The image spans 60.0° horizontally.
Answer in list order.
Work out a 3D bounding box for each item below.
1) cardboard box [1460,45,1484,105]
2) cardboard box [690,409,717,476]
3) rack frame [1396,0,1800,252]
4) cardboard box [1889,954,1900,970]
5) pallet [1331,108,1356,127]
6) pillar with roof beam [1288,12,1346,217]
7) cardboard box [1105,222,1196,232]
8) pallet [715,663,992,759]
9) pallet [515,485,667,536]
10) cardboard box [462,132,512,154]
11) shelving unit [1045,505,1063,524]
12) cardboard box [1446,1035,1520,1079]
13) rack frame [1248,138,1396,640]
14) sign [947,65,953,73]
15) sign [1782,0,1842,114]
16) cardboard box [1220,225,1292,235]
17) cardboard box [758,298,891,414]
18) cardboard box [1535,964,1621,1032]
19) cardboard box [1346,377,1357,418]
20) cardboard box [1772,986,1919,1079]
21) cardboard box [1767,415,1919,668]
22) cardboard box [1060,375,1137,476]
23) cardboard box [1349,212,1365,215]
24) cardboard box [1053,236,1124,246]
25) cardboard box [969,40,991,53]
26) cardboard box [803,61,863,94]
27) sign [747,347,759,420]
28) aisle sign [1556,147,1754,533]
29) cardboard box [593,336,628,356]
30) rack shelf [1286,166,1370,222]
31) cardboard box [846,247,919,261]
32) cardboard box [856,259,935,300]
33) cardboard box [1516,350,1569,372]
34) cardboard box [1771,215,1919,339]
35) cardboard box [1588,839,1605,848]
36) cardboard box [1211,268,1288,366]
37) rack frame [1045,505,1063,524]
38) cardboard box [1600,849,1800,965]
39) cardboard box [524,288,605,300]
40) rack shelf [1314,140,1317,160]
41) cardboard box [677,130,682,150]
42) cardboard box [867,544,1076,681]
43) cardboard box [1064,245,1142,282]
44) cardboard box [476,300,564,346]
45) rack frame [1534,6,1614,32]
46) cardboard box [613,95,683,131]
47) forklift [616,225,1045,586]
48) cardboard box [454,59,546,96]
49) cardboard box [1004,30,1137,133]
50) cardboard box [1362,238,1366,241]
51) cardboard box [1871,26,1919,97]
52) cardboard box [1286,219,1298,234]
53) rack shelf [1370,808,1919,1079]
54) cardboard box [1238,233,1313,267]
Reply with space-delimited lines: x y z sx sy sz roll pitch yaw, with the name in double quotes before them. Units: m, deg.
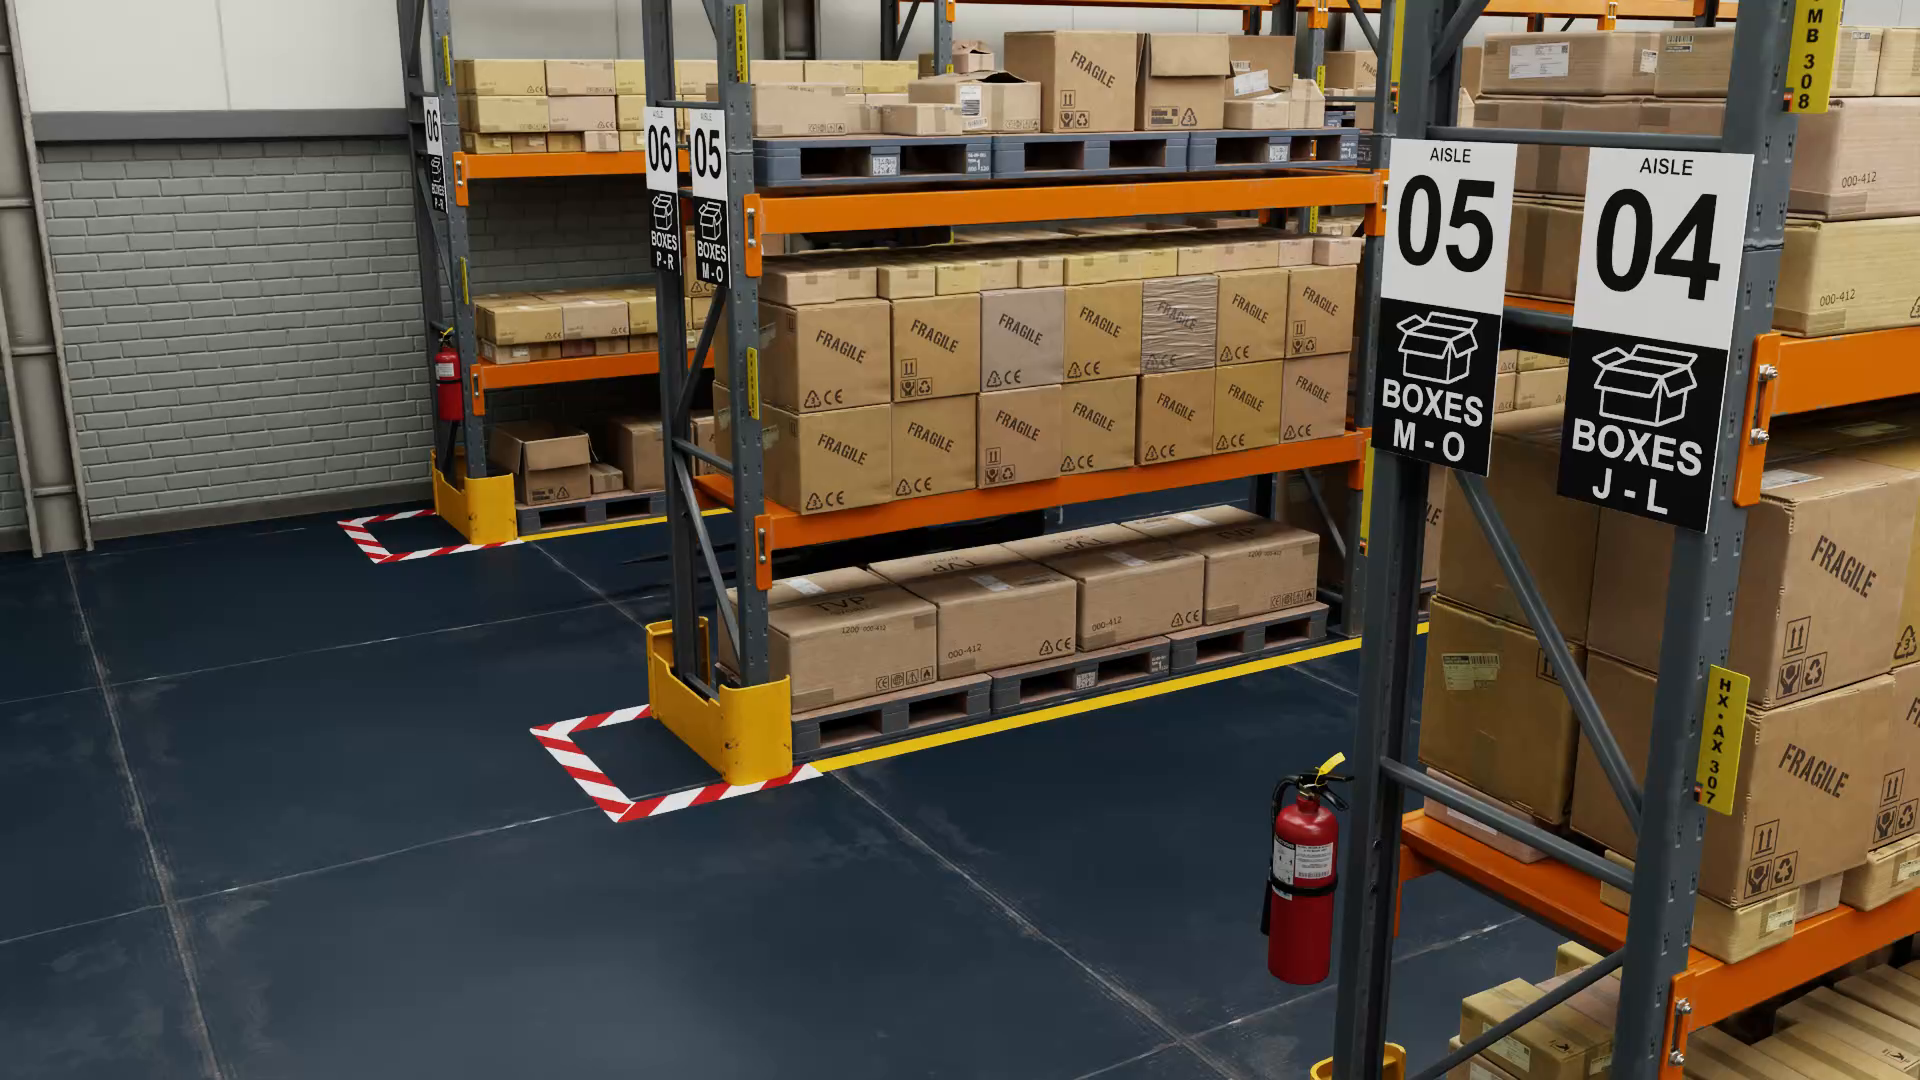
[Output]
"cardboard box" 3.096 -2.704 9.979 0.500 0.500 0.500 -10 18 -31
"cardboard box" -1.967 -0.768 13.445 0.500 0.500 0.500 -9 18 -29
"rack frame" 1.398 -2.156 3.427 0.127 3.000 1.000 -9 18 -30
"cardboard box" 3.036 1.397 5.820 0.250 0.149 0.380 -9 18 -29
"pallet" 4.553 -4.283 16.923 1.213 0.211 1.003 -8 18 -27
"pillar with roof beam" 5.930 -4.940 13.362 0.400 9.000 9.100 -9 18 -30
"cardboard box" 1.756 -2.640 15.302 0.637 0.503 0.797 -10 18 -31
"pallet" -0.593 0.815 9.110 1.213 0.211 1.003 -9 18 -30
"pallet" -3.050 -0.325 13.178 1.213 0.211 1.003 -9 18 -30
"cardboard box" -3.405 -2.860 11.963 0.250 0.149 0.380 -9 18 -29
"shelving unit" 0.519 -0.690 12.649 0.503 1.200 0.258 -11 19 -35
"cardboard box" 1.703 1.621 5.022 0.250 0.149 0.380 -10 18 -31
"rack frame" 2.191 -0.954 10.256 0.127 3.000 1.000 -9 18 -30
"sign" -0.083 -3.671 13.432 0.005 0.325 0.100 -9 18 -30
"sign" 1.677 -1.007 3.266 0.005 0.325 0.100 -9 18 -30
"cardboard box" 1.786 -1.812 10.078 0.250 0.149 0.380 -10 18 -31
"cardboard box" -0.680 -0.928 8.127 0.500 0.500 0.500 -10 18 -31
"cardboard box" 1.966 1.463 5.034 0.250 0.149 0.380 -9 18 -29
"cardboard box" 2.704 -0.882 10.277 0.500 0.250 0.500 -10 18 -31
"cardboard box" 2.648 1.498 4.911 0.250 0.149 0.380 -10 19 -32
"cardboard box" 2.349 -0.012 4.307 0.500 0.500 0.500 -9 18 -28
"cardboard box" 0.607 -0.663 9.034 0.500 0.500 0.500 -9 18 -28
"cardboard box" 4.264 -3.317 17.299 0.250 0.149 0.380 -10 18 -31
"cardboard box" 0.717 -1.623 9.403 0.250 0.149 0.380 -9 18 -30
"cardboard box" 0.068 -4.121 14.181 0.258 0.266 0.396 -9 18 -30
"cardboard box" -1.108 -3.660 13.151 0.500 0.250 0.500 -10 18 -31
"sign" -0.957 -0.724 7.684 0.005 0.325 0.100 -9 18 -30
"aisle sign" 1.490 -0.439 3.602 0.004 0.787 0.394 -9 18 -30
"cardboard box" -2.725 -1.519 12.736 0.250 0.149 0.380 -9 18 -28
"rack shelf" 3.905 -2.330 10.940 4.000 0.370 1.077 -9 18 -30
"cardboard box" -0.413 -1.458 8.814 0.250 0.149 0.380 -9 18 -28
"cardboard box" -0.321 -1.288 8.207 0.250 0.149 0.380 -9 18 -28
"cardboard box" 3.592 -1.261 10.704 0.500 0.250 0.500 -9 18 -29
"cardboard box" 1.914 -0.642 3.864 0.500 0.250 0.500 -8 18 -28
"cardboard box" 1.764 0.717 4.758 0.250 0.149 0.380 -9 18 -30
"cardboard box" 1.489 -1.286 9.401 0.500 0.500 0.500 -10 18 -31
"rack frame" 0.716 -0.729 12.787 0.015 1.200 0.240 -11 19 -35
"cardboard box" 1.844 0.885 4.161 0.250 0.149 0.380 -9 18 -30
"cardboard box" -3.097 -1.814 13.050 0.500 0.250 0.500 -9 18 -30
"rack shelf" 4.774 -4.034 17.019 4.000 0.370 1.077 -9 18 -30
"cardboard box" -2.297 -3.032 12.576 0.250 0.149 0.380 -9 18 -30
"cardboard box" 0.056 0.389 9.432 0.875 0.438 0.875 -9 18 -28
"cardboard box" 0.759 -1.479 8.889 0.250 0.149 0.380 -9 18 -30
"cardboard box" -3.270 -1.618 12.350 0.500 0.250 0.500 -9 18 -29
"rack frame" 6.489 -6.103 17.509 0.127 3.000 1.000 -9 18 -30
"cardboard box" -2.406 -3.203 12.450 0.500 0.250 0.500 -10 18 -31
"forklift" -0.873 -1.223 11.343 3.031 2.935 1.130 -11 19 -35
"cardboard box" -3.288 -3.306 11.888 0.500 0.250 0.500 -9 18 -30
"cardboard box" 0.567 -2.386 8.660 0.500 0.500 0.500 -9 18 -29
"cardboard box" 3.996 -2.901 16.553 0.500 0.250 0.500 -9 18 -28
"cardboard box" 2.020 -1.095 3.815 0.250 0.149 0.380 -8 18 -27
"cardboard box" 3.235 -3.111 16.562 0.250 0.149 0.380 -9 18 -28
"rack shelf" 3.112 0.802 5.326 4.000 0.370 1.077 -9 18 -30
"cardboard box" 1.809 -1.668 9.564 0.250 0.149 0.380 -9 18 -28
